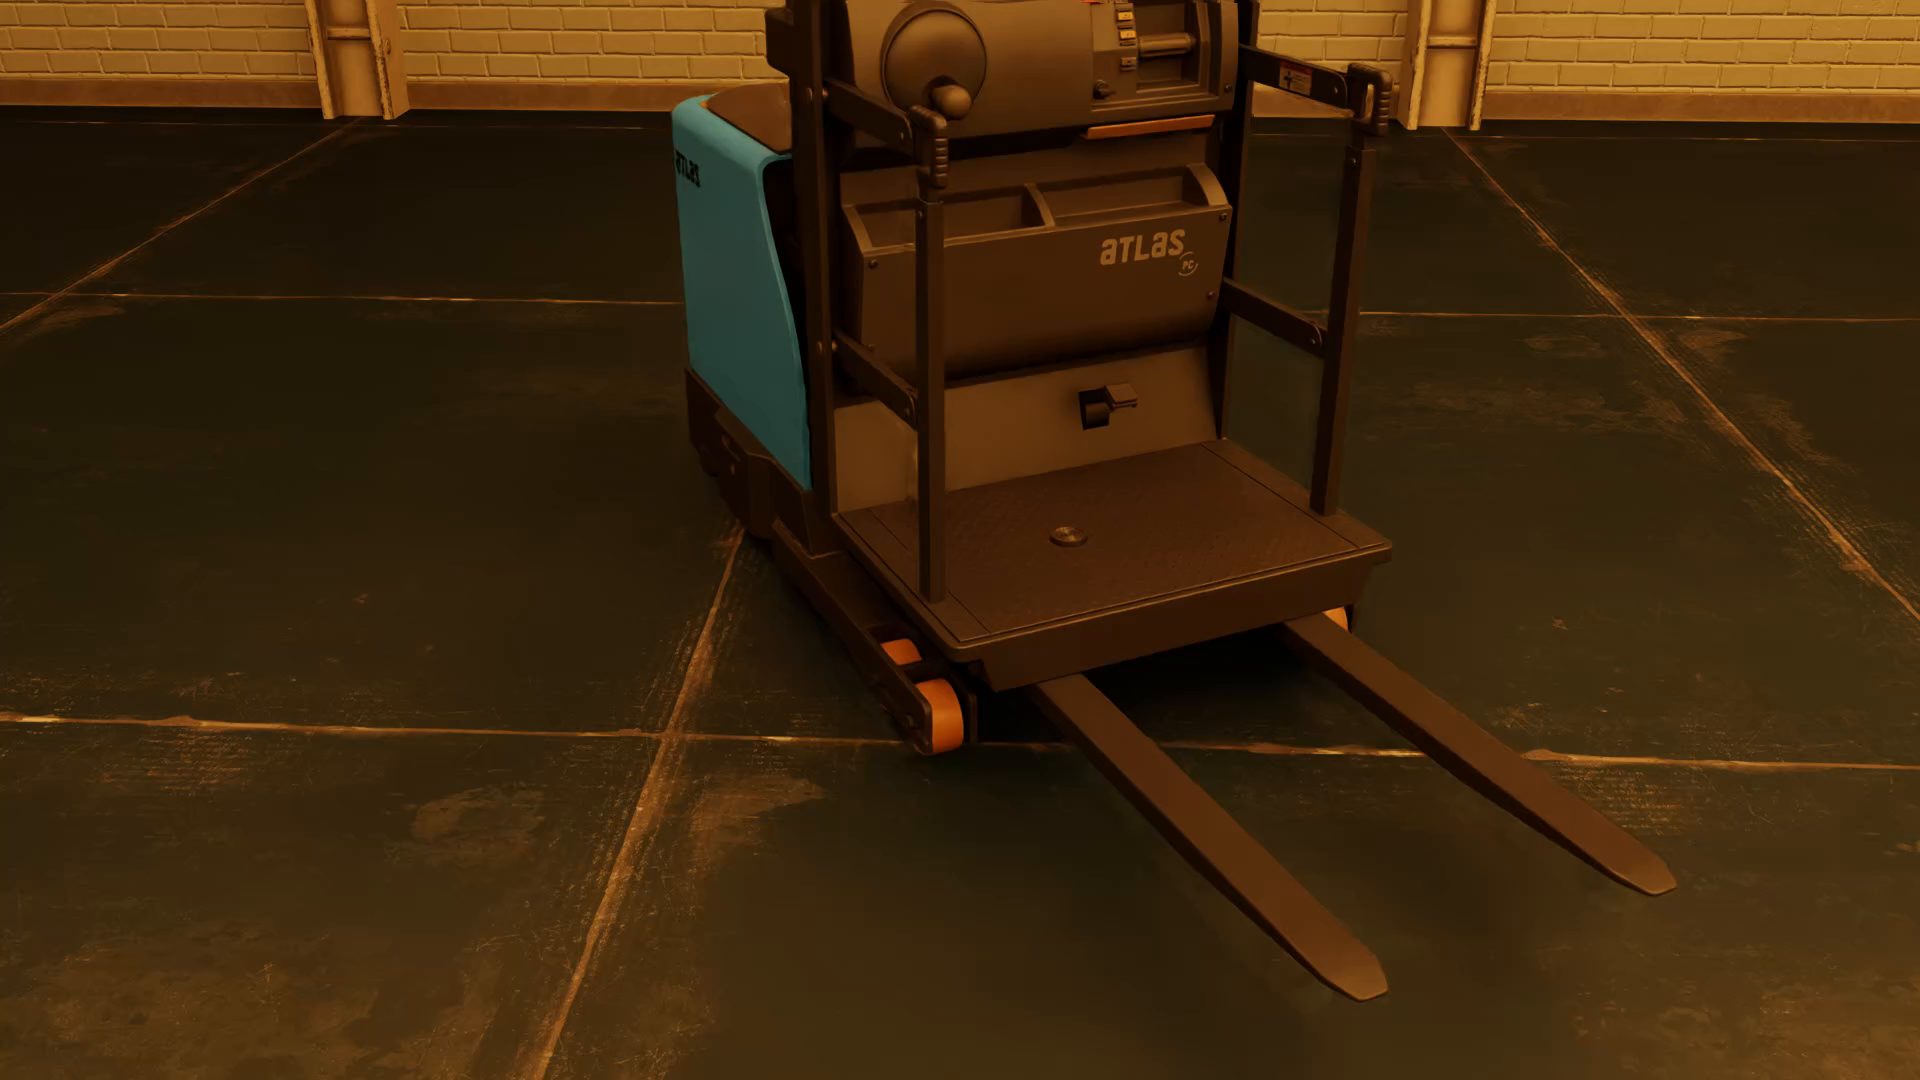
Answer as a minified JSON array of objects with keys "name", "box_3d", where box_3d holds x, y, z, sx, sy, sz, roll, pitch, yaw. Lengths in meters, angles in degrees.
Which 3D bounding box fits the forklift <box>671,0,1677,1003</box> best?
[{"name":"forklift","box_3d":[0.276,-1.070,3.378,1.130,2.935,3.031,-12,29,-22]}]
